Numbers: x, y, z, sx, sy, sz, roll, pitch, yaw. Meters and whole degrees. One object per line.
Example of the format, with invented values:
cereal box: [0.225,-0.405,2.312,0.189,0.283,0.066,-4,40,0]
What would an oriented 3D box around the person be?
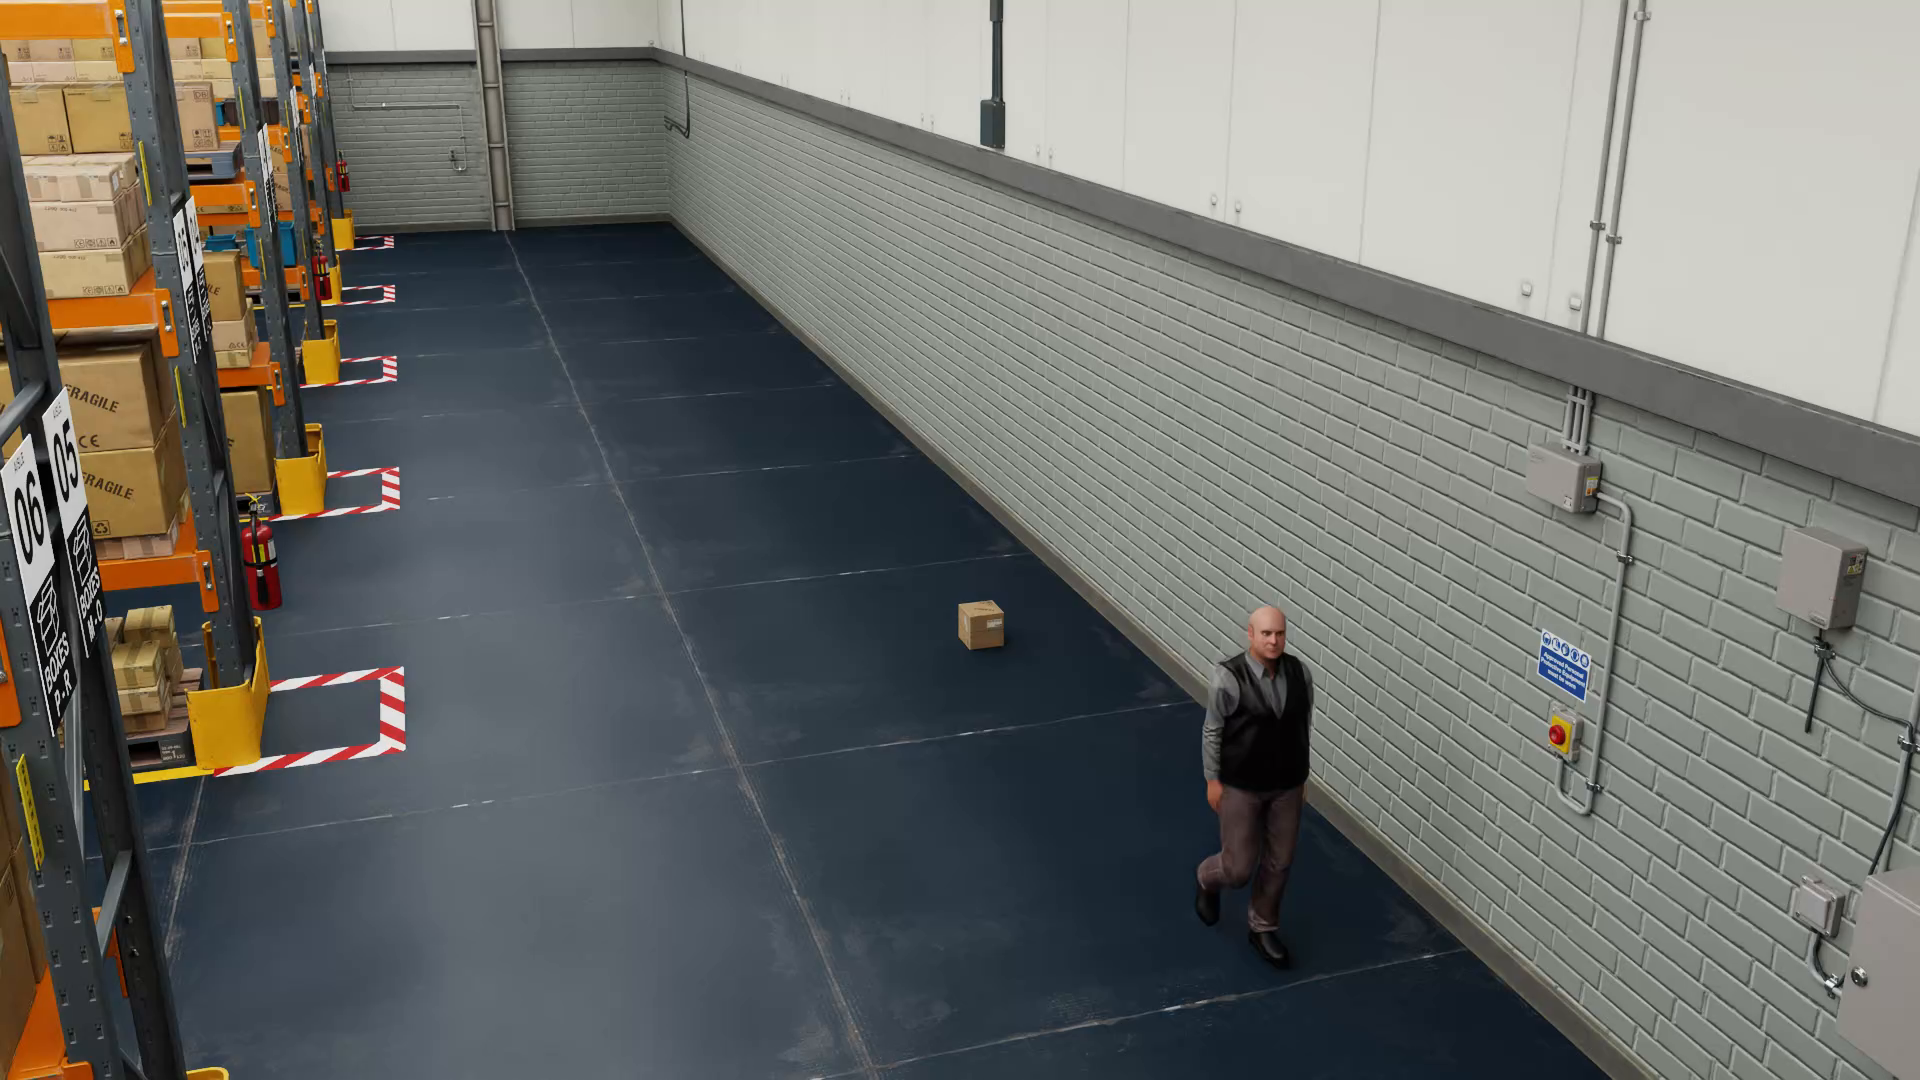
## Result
person: [1.384,1.120,7.778,0.537,1.710,0.564,-5,20,-15]
